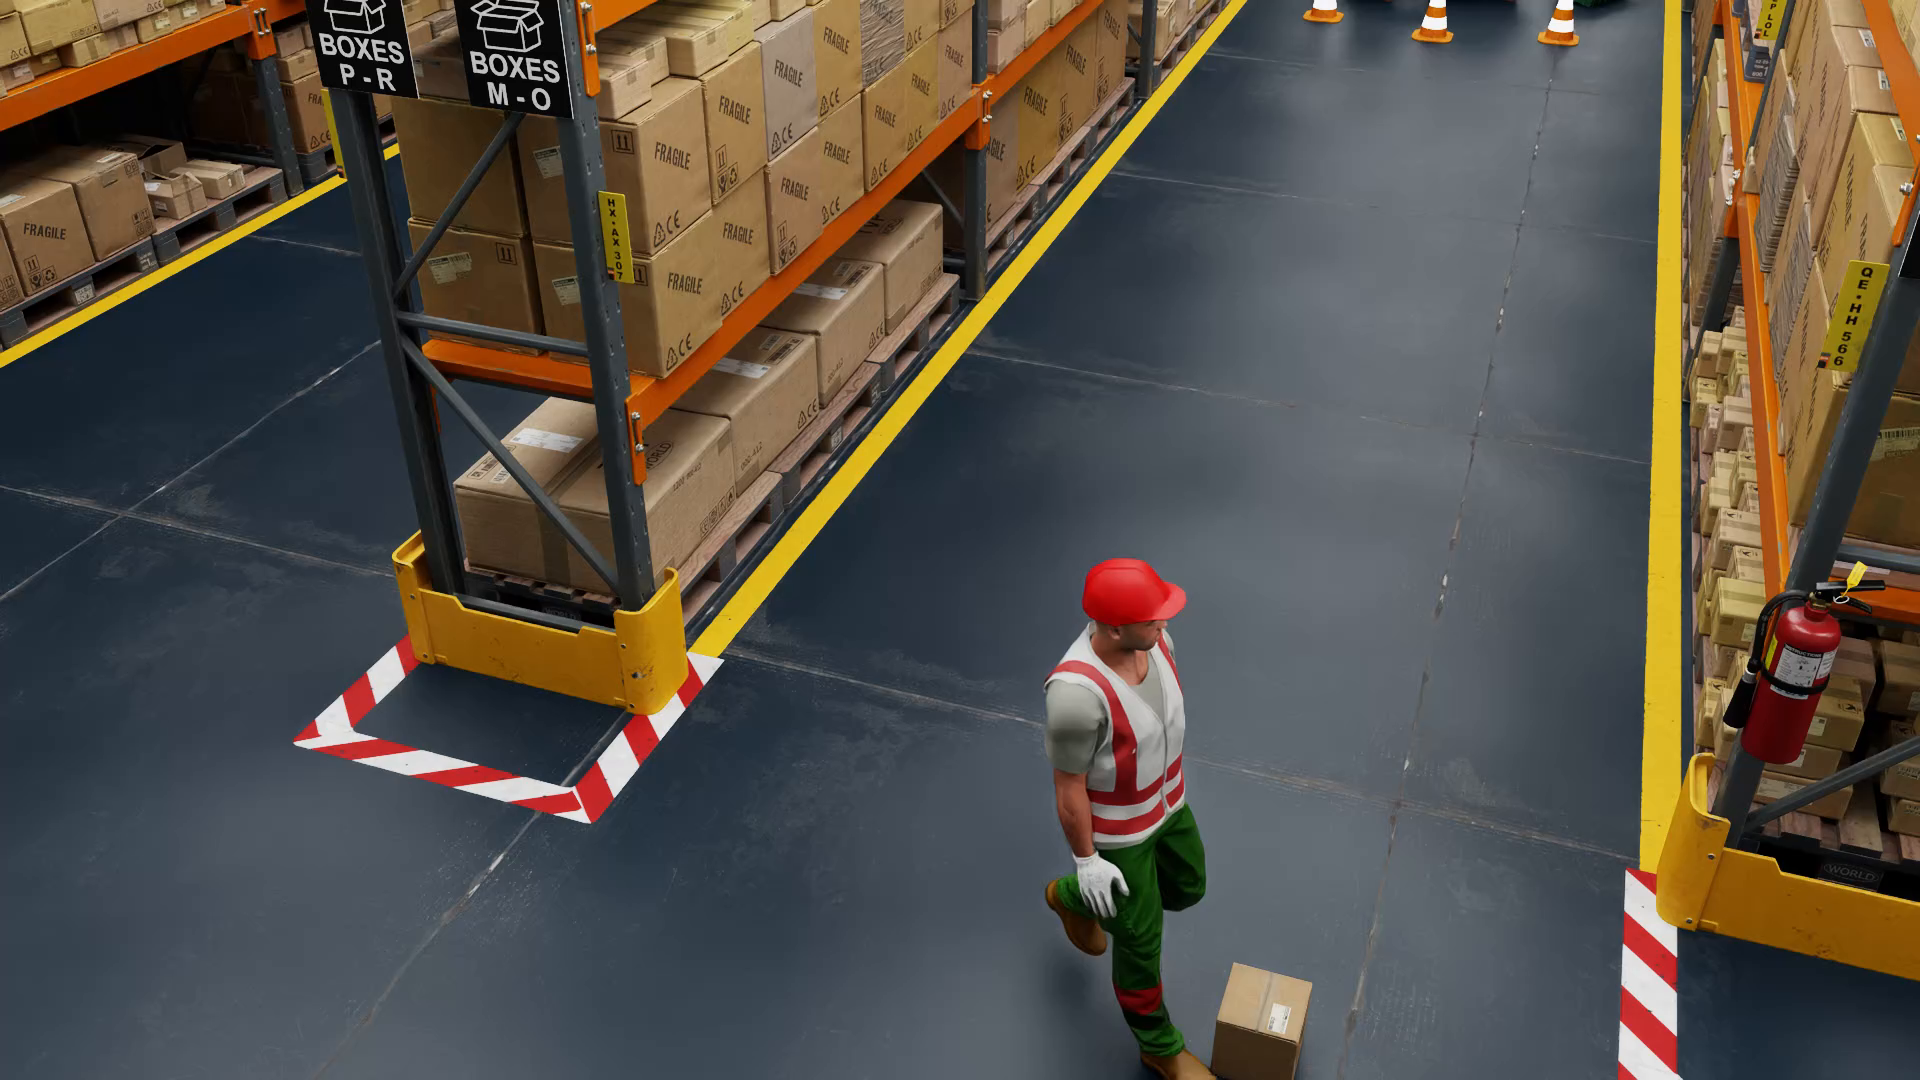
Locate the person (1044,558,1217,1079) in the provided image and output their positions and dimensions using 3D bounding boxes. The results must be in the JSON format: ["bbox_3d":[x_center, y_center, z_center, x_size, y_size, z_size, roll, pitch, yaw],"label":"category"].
[{"bbox_3d":[0.527,0.818,4.873,0.792,1.769,0.590,22,39,31],"label":"person"}]
